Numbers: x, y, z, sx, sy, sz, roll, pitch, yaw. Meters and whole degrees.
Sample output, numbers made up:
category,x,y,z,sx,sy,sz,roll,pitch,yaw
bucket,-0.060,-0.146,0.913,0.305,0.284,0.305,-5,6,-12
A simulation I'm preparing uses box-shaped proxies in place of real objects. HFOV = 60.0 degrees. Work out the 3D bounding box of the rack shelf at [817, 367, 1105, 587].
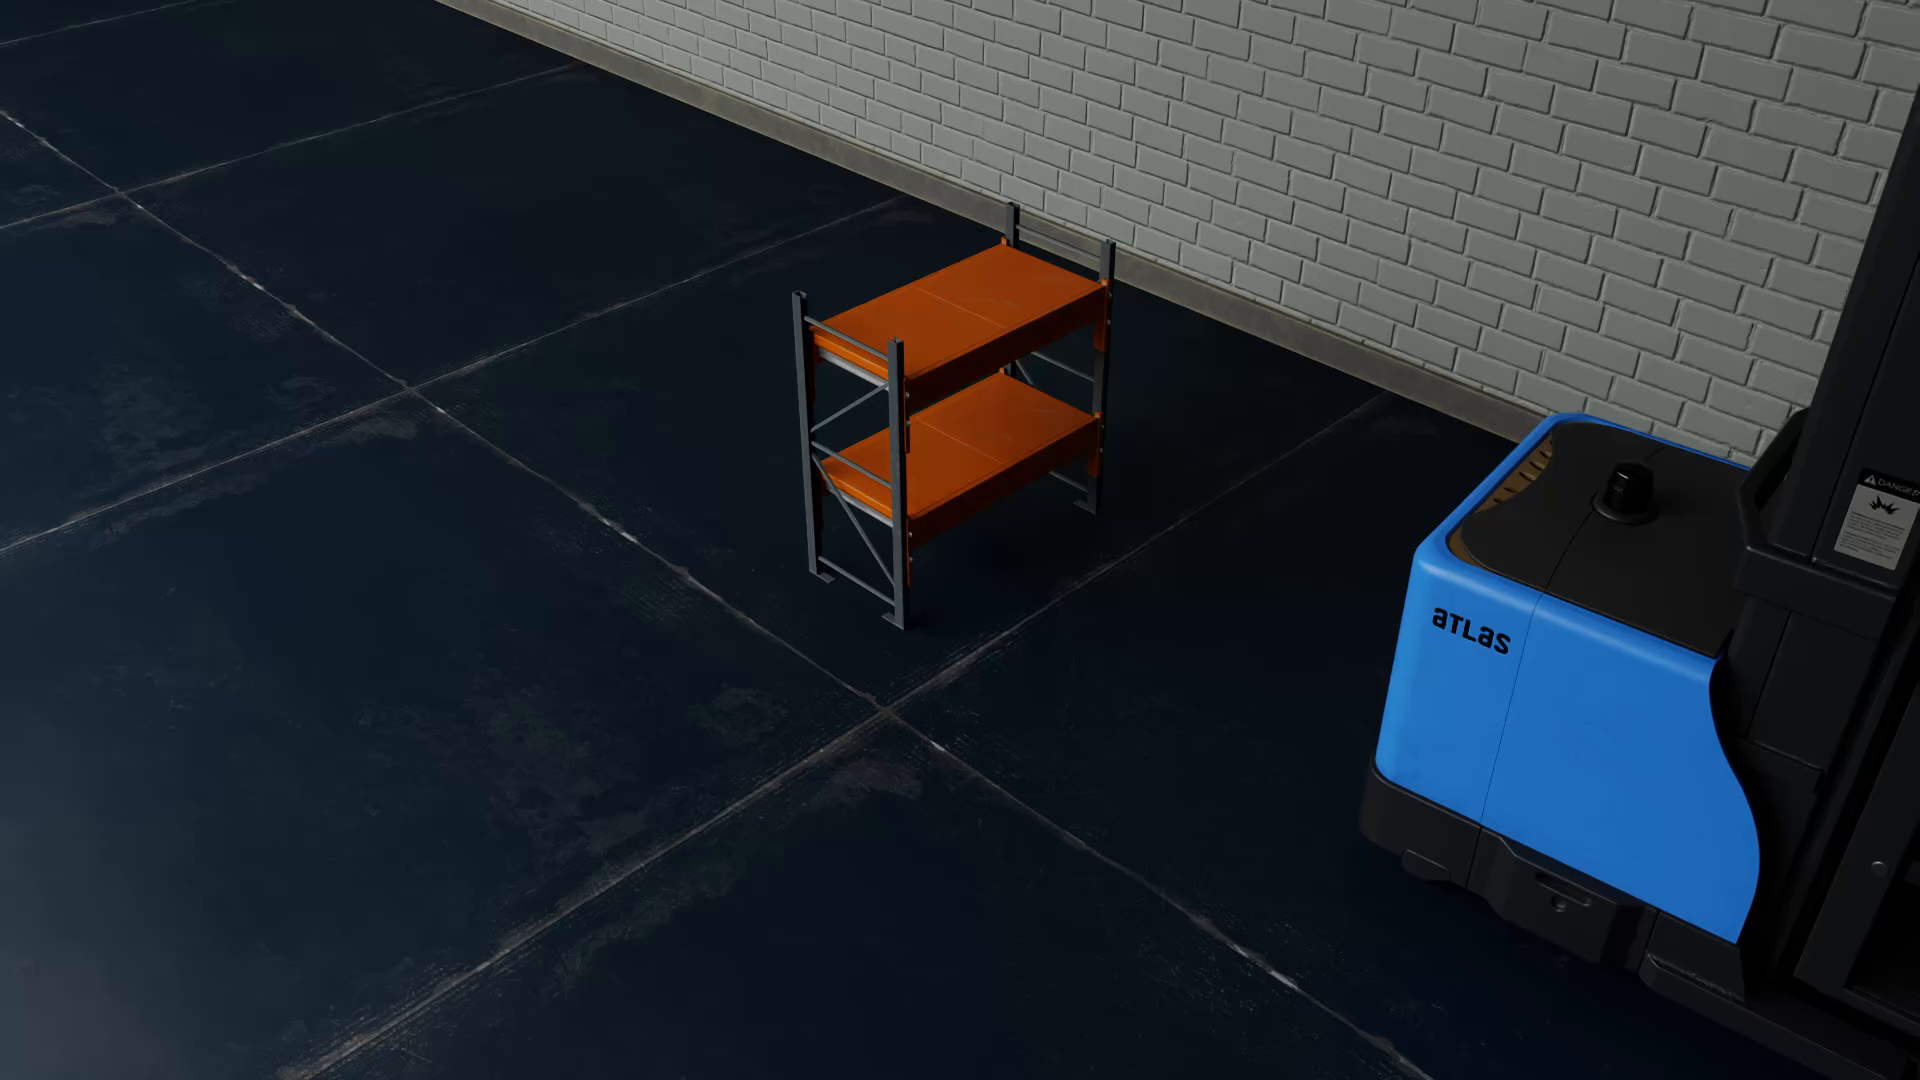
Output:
category,x,y,z,sx,sy,sz,roll,pitch,yaw
rack shelf,-0.005,-0.258,6.064,0.538,0.278,1.000,30,45,35

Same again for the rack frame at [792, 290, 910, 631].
category,x,y,z,sx,sy,sz,roll,pitch,yaw
rack frame,-0.363,-0.252,5.628,0.500,1.125,0.032,30,45,35

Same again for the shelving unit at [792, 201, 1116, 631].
category,x,y,z,sx,sy,sz,roll,pitch,yaw
shelving unit,-0.005,-0.459,5.924,0.538,1.125,1.048,30,45,35

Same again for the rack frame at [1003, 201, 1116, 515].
category,x,y,z,sx,sy,sz,roll,pitch,yaw
rack frame,0.353,-0.665,6.220,0.500,1.125,0.032,30,45,35

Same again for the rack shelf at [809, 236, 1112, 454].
category,x,y,z,sx,sy,sz,roll,pitch,yaw
rack shelf,-0.005,-0.699,5.757,0.538,0.278,1.000,30,45,35

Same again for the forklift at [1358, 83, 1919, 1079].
category,x,y,z,sx,sy,sz,roll,pitch,yaw
forklift,2.647,0.016,3.665,3.031,2.935,1.130,25,42,31
